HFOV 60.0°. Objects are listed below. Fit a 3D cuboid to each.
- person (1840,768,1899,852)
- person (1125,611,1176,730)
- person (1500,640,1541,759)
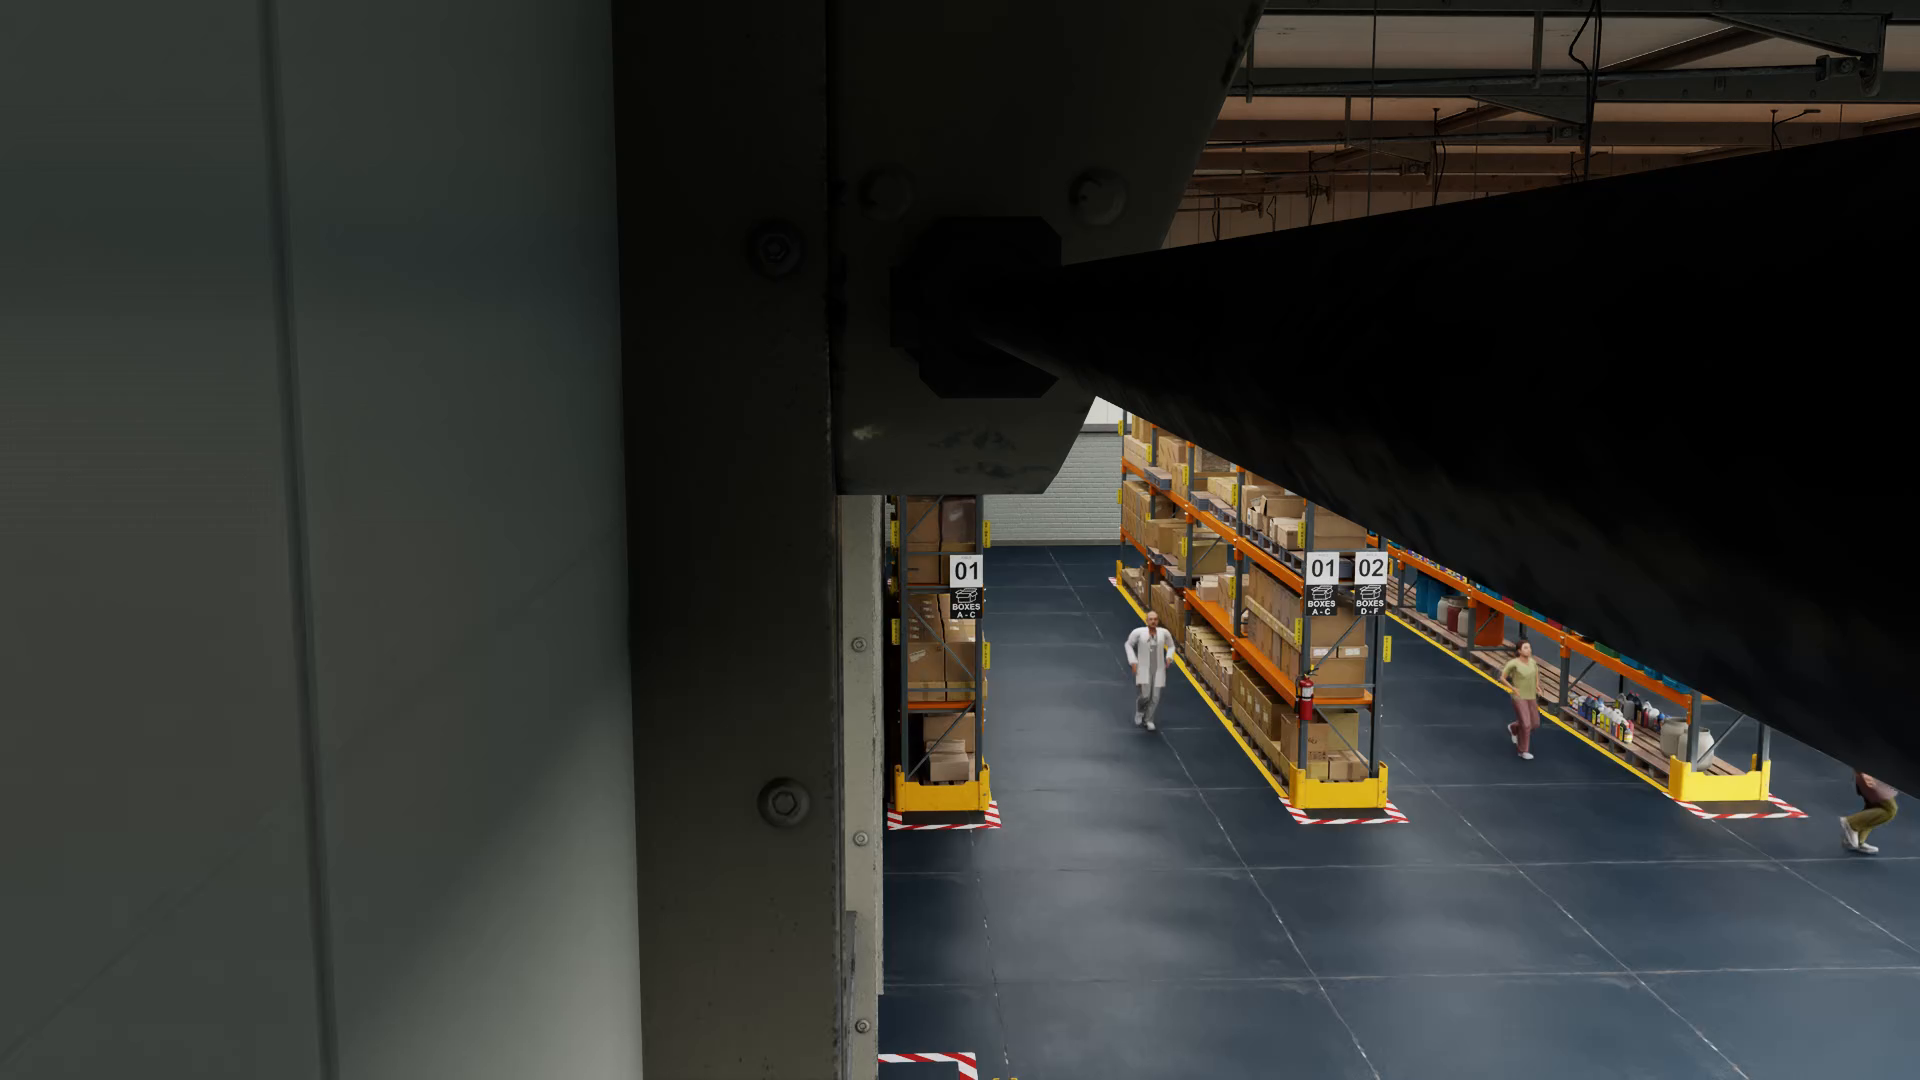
[{"bbox_3d":[10.383,2.707,18.872,0.626,1.737,0.707,5,10,31],"label":"person"},{"bbox_3d":[2.797,1.906,24.247,0.722,1.746,0.628,-1,8,-7],"label":"person"},{"bbox_3d":[7.715,2.165,22.887,0.581,1.621,0.646,-2,9,-16],"label":"person"}]
